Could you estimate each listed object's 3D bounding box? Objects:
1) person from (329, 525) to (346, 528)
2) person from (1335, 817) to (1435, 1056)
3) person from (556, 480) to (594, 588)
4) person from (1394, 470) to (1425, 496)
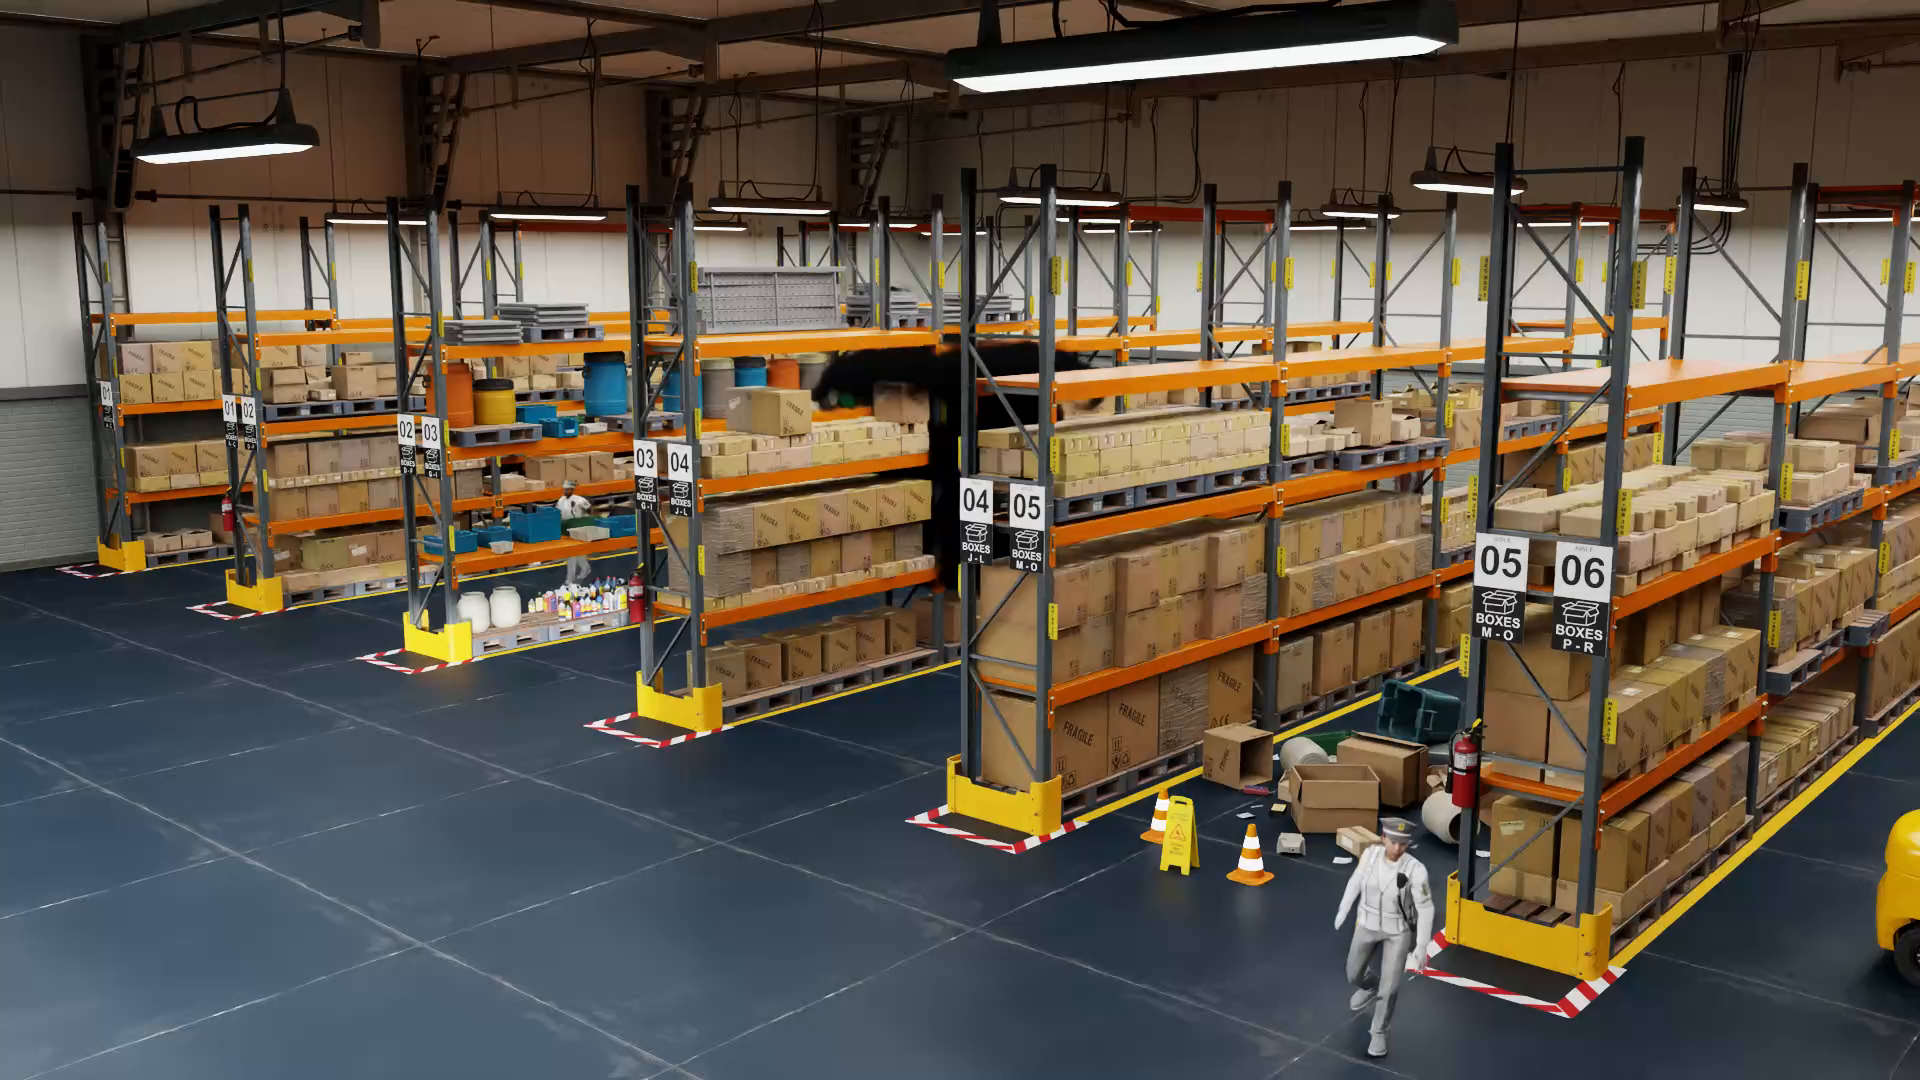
[{"bbox_3d":[-10.663,-0.333,28.499,0.606,1.613,0.659,3,10,20],"label":"person"},{"bbox_3d":[2.848,2.550,11.093,0.679,1.616,0.682,5,11,27],"label":"person"},{"bbox_3d":[-6.257,-0.113,26.850,0.518,1.747,0.821,6,11,30],"label":"person"},{"bbox_3d":[8.362,-0.825,30.936,0.623,1.718,1.110,0,9,0],"label":"person"}]
